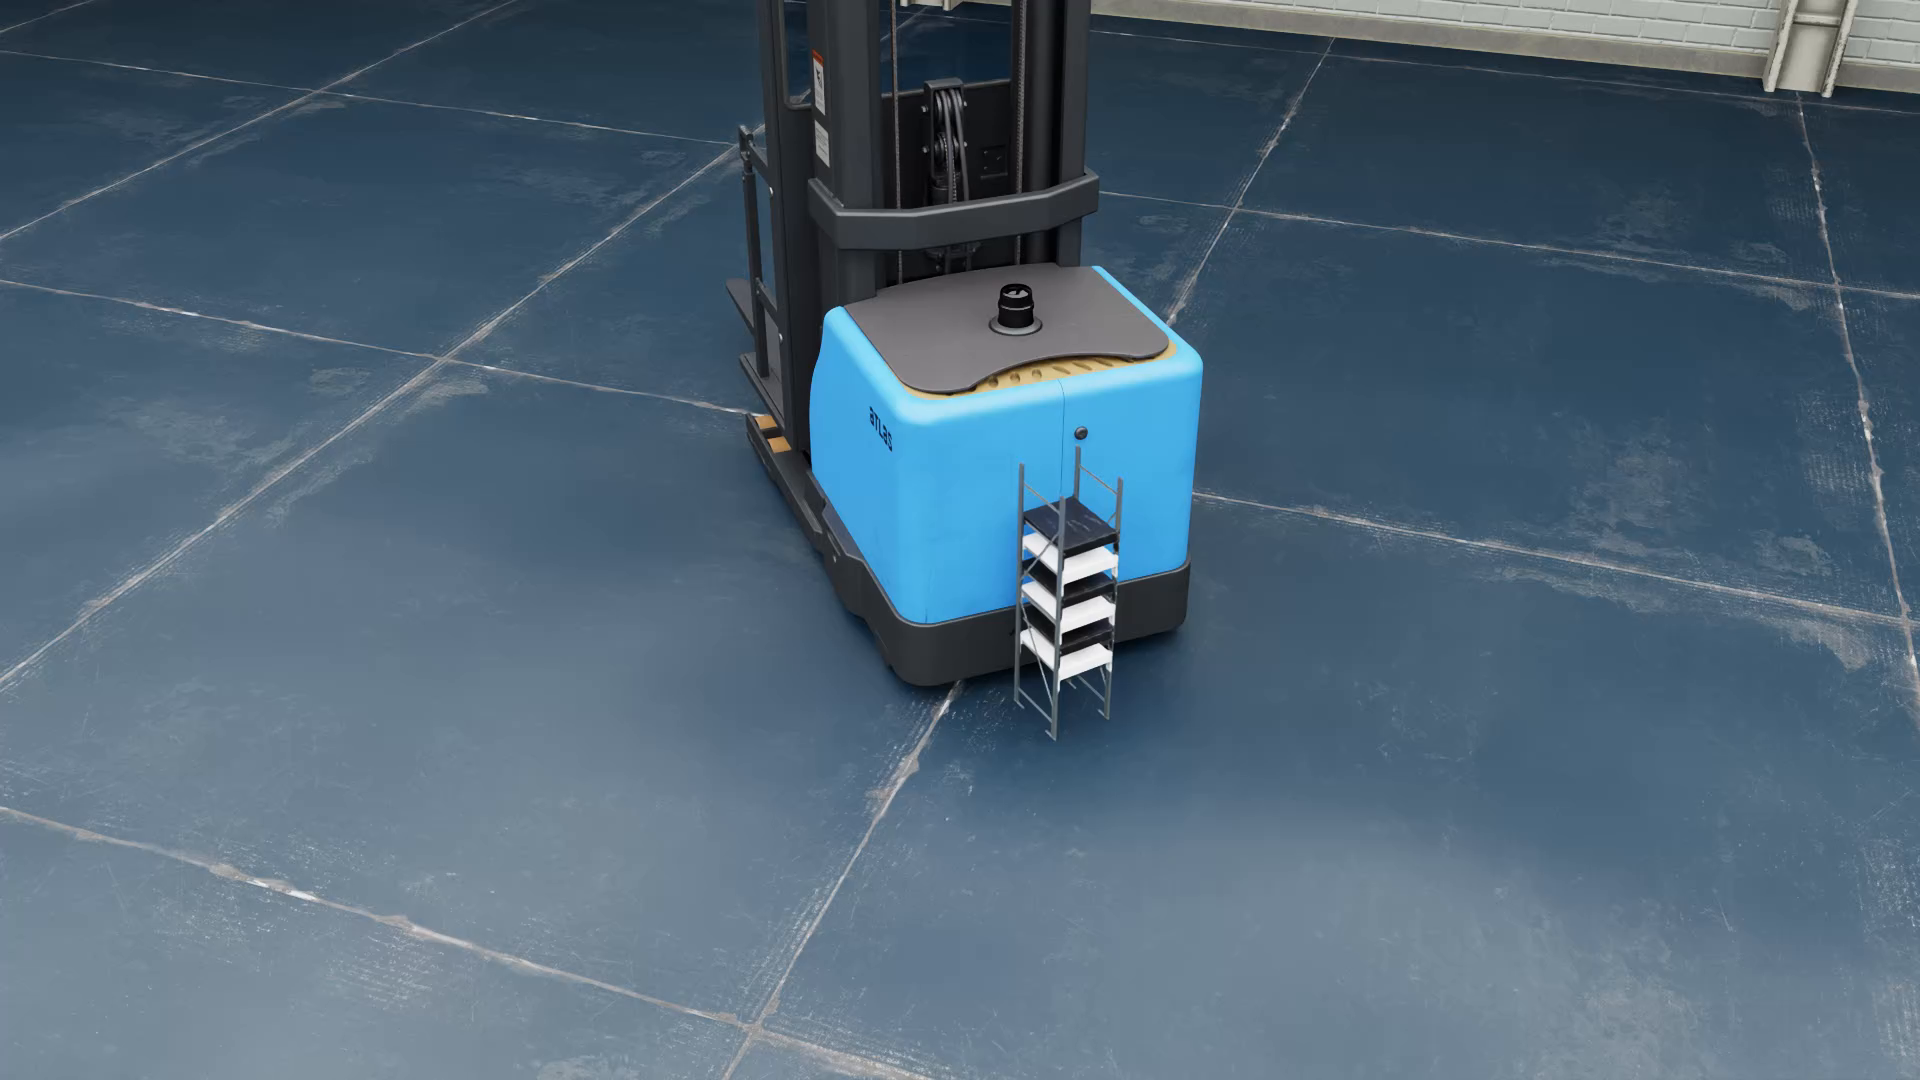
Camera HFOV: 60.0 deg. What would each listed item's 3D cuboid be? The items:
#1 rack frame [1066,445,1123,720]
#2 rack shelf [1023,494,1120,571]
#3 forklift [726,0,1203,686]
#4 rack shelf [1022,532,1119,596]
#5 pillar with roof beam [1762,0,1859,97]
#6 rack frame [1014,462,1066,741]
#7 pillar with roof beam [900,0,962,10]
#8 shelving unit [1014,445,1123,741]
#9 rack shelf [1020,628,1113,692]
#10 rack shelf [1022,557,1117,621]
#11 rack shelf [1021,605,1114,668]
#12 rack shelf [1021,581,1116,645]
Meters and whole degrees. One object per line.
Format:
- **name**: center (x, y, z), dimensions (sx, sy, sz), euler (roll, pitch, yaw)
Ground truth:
- **rack frame**: center (0.415, 0.145, 5.195), dimensions (0.006, 0.900, 0.240), euler (-18, 37, -25)
- **rack shelf**: center (0.327, -0.025, 5.023), dimensions (0.200, 0.077, 0.258), euler (-18, 37, -25)
- **forklift**: center (-0.225, -1.548, 5.946), dimensions (1.130, 2.935, 3.031), euler (-12, 35, -18)
- **rack shelf**: center (0.327, 0.050, 5.072), dimensions (0.200, 0.077, 0.258), euler (-18, 37, -25)
- **pillar with roof beam**: center (3.984, -4.527, 4.965), dimensions (0.400, 9.000, 9.100), euler (11, 34, 16)
- **rack frame**: center (0.240, 0.202, 5.108), dimensions (0.006, 0.900, 0.240), euler (-18, 37, -25)
- **pillar with roof beam**: center (-1.664, -5.625, 6.665), dimensions (0.400, 9.000, 9.100), euler (11, 34, 16)
- **shelving unit**: center (0.327, 0.174, 5.151), dimensions (0.210, 0.900, 0.258), euler (-18, 37, -25)
- **rack shelf**: center (0.328, 0.353, 5.267), dimensions (0.200, 0.077, 0.258), euler (-18, 37, -25)
- **rack shelf**: center (0.327, 0.126, 5.120), dimensions (0.200, 0.077, 0.258), euler (-18, 37, -25)
- **rack shelf**: center (0.327, 0.277, 5.218), dimensions (0.200, 0.077, 0.258), euler (-18, 37, -25)
- **rack shelf**: center (0.327, 0.202, 5.169), dimensions (0.200, 0.077, 0.258), euler (-18, 37, -25)
